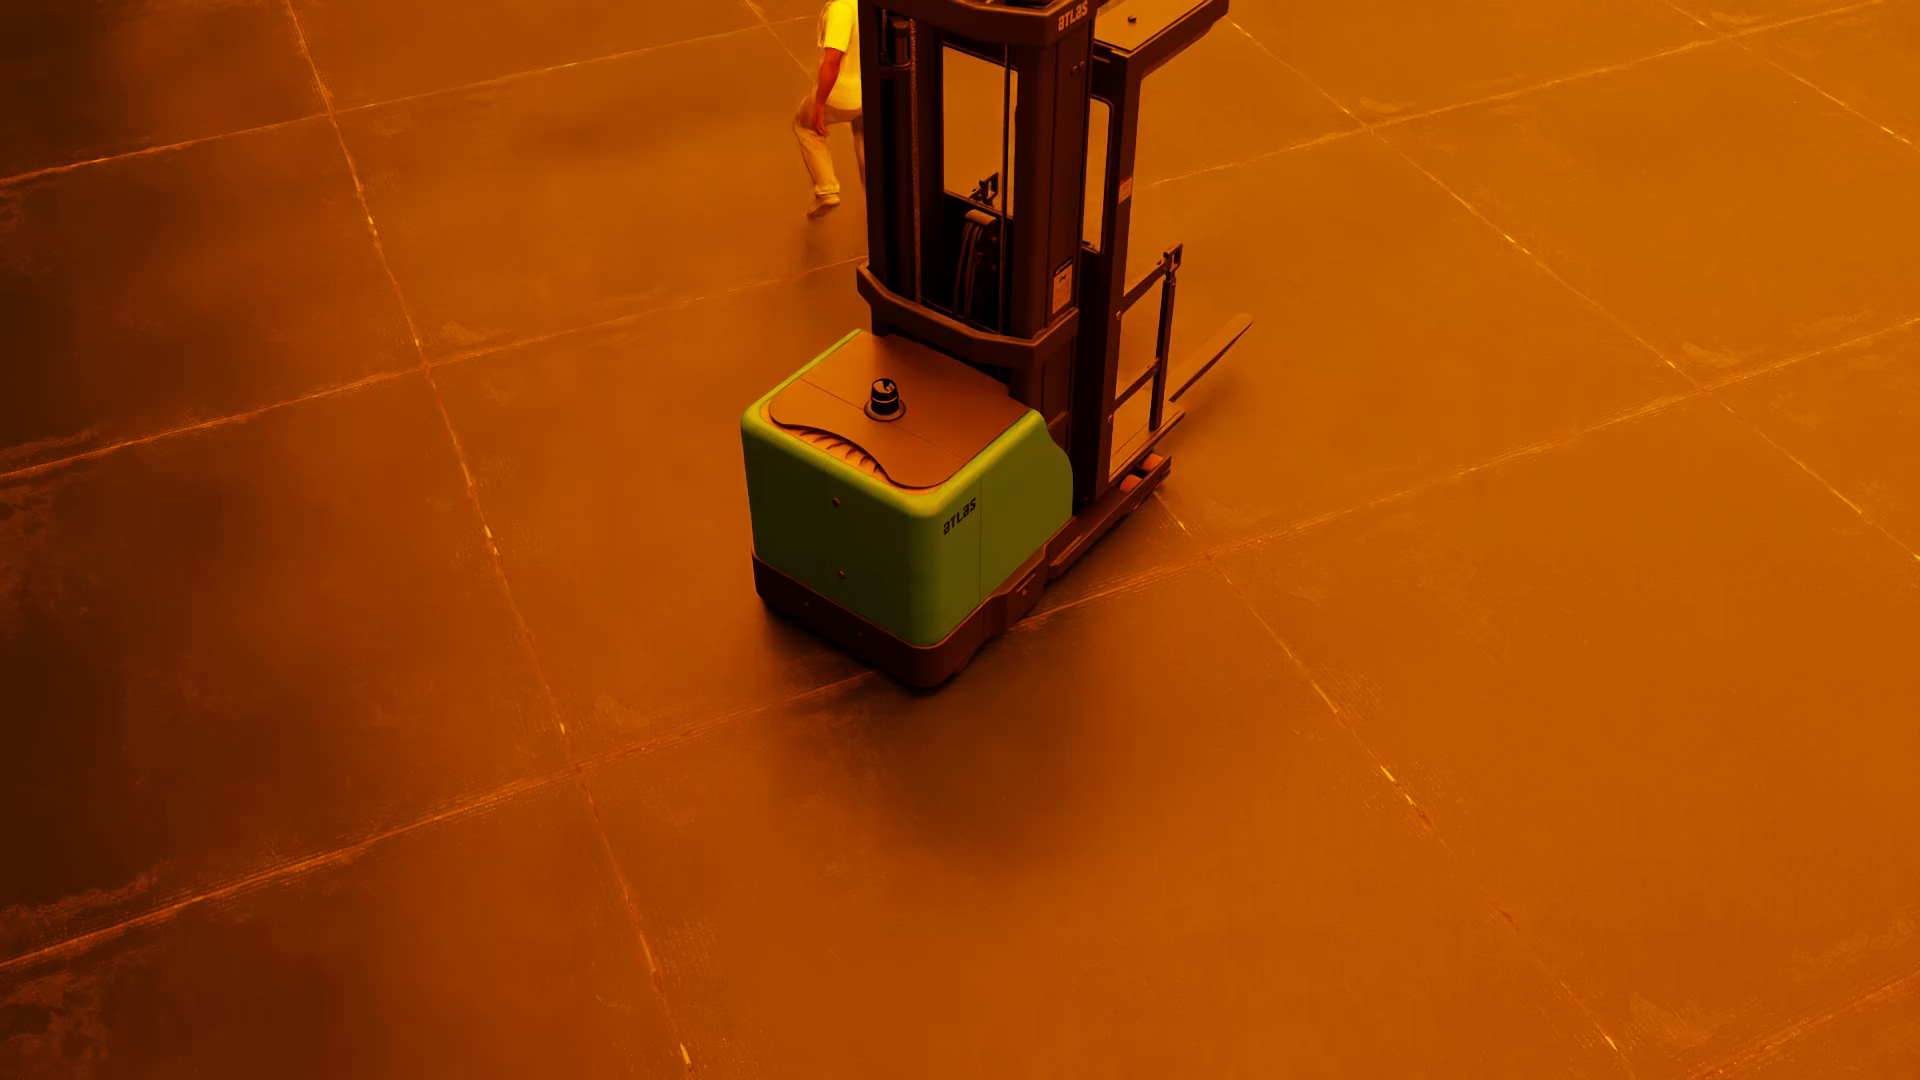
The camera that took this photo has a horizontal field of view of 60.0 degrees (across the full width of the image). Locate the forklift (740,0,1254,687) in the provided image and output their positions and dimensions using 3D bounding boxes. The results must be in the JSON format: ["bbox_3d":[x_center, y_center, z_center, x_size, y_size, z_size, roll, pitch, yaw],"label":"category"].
[{"bbox_3d":[0.369,-1.403,7.184,1.130,2.935,3.031,27,50,26],"label":"forklift"}]

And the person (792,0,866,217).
[{"bbox_3d":[-0.642,-2.565,9.355,0.807,1.675,0.693,-27,49,-26],"label":"person"}]
